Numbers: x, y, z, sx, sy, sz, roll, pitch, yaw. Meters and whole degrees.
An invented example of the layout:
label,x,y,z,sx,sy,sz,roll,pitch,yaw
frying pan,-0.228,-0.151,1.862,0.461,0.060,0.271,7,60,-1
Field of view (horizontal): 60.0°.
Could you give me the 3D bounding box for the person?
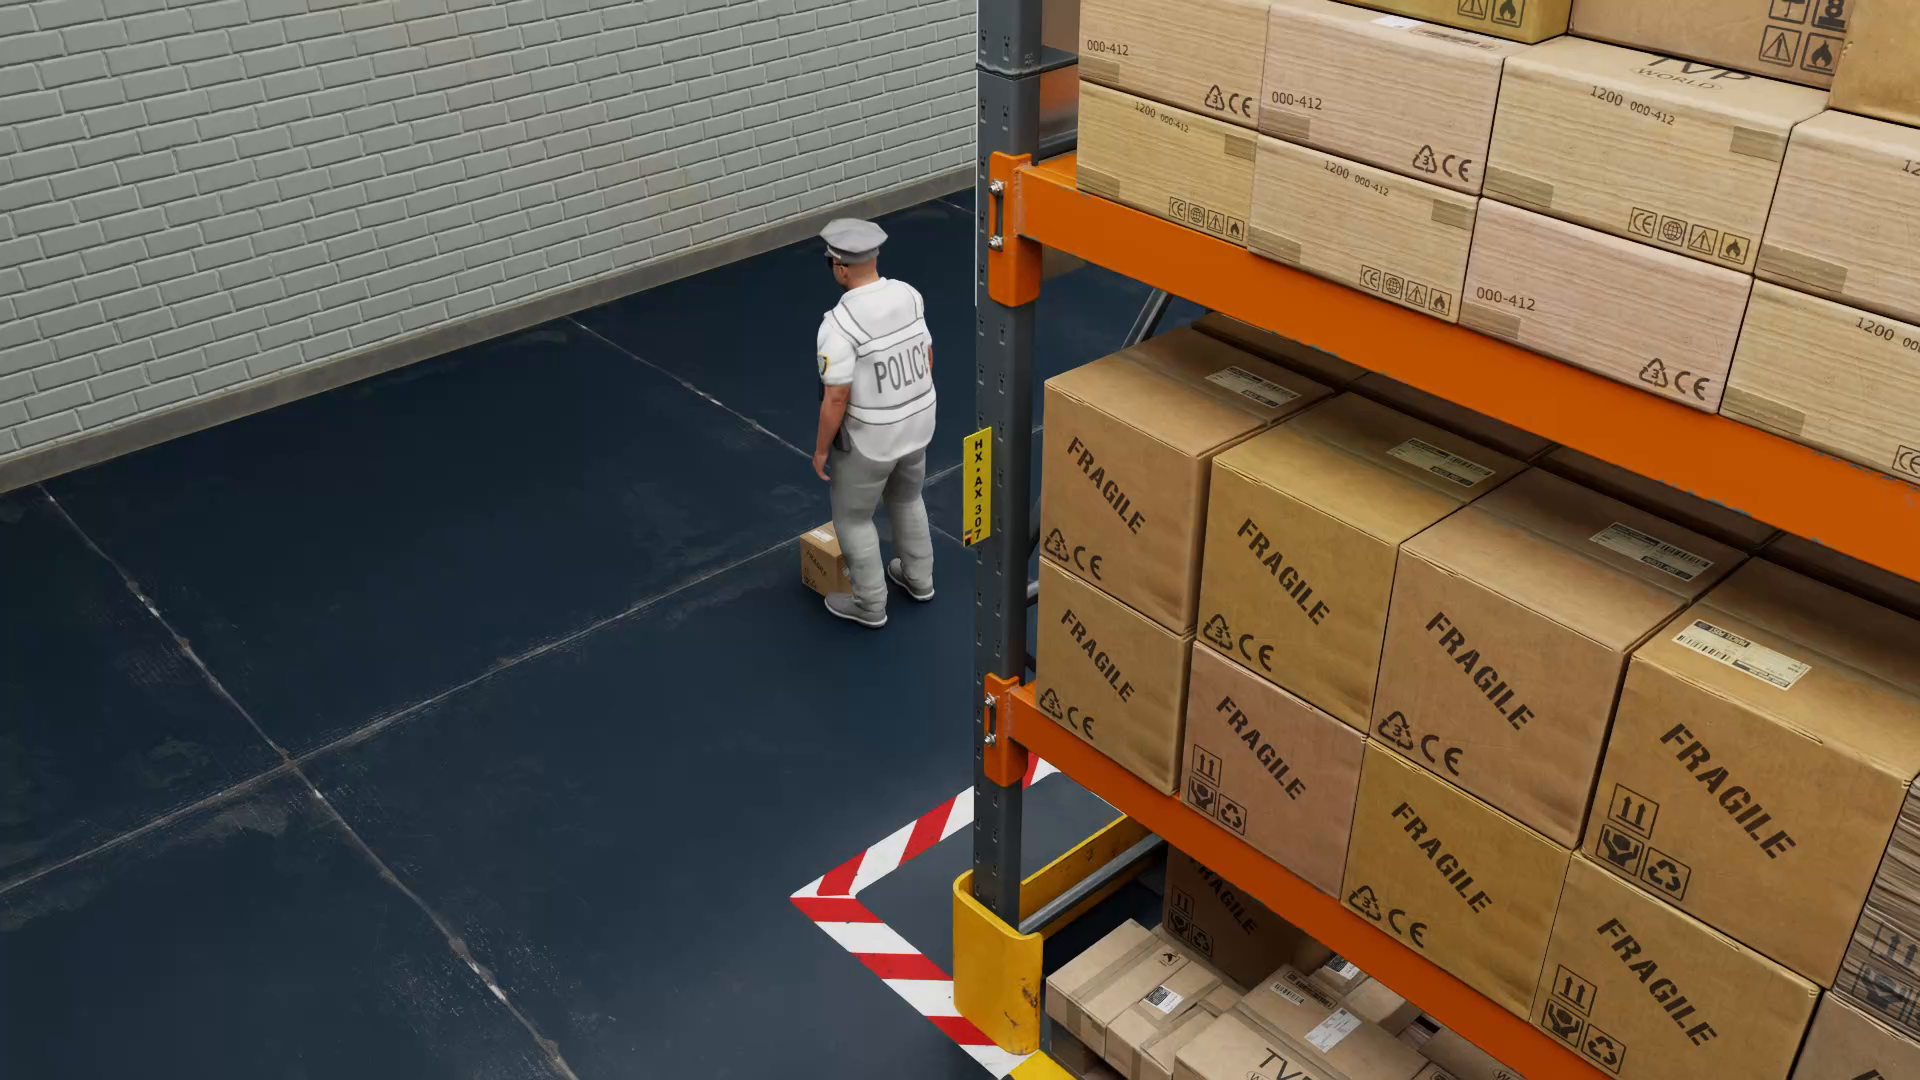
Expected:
label,x,y,z,sx,sy,sz,roll,pitch,yaw
person,-0.337,-0.447,6.854,0.427,1.750,0.603,27,41,37
